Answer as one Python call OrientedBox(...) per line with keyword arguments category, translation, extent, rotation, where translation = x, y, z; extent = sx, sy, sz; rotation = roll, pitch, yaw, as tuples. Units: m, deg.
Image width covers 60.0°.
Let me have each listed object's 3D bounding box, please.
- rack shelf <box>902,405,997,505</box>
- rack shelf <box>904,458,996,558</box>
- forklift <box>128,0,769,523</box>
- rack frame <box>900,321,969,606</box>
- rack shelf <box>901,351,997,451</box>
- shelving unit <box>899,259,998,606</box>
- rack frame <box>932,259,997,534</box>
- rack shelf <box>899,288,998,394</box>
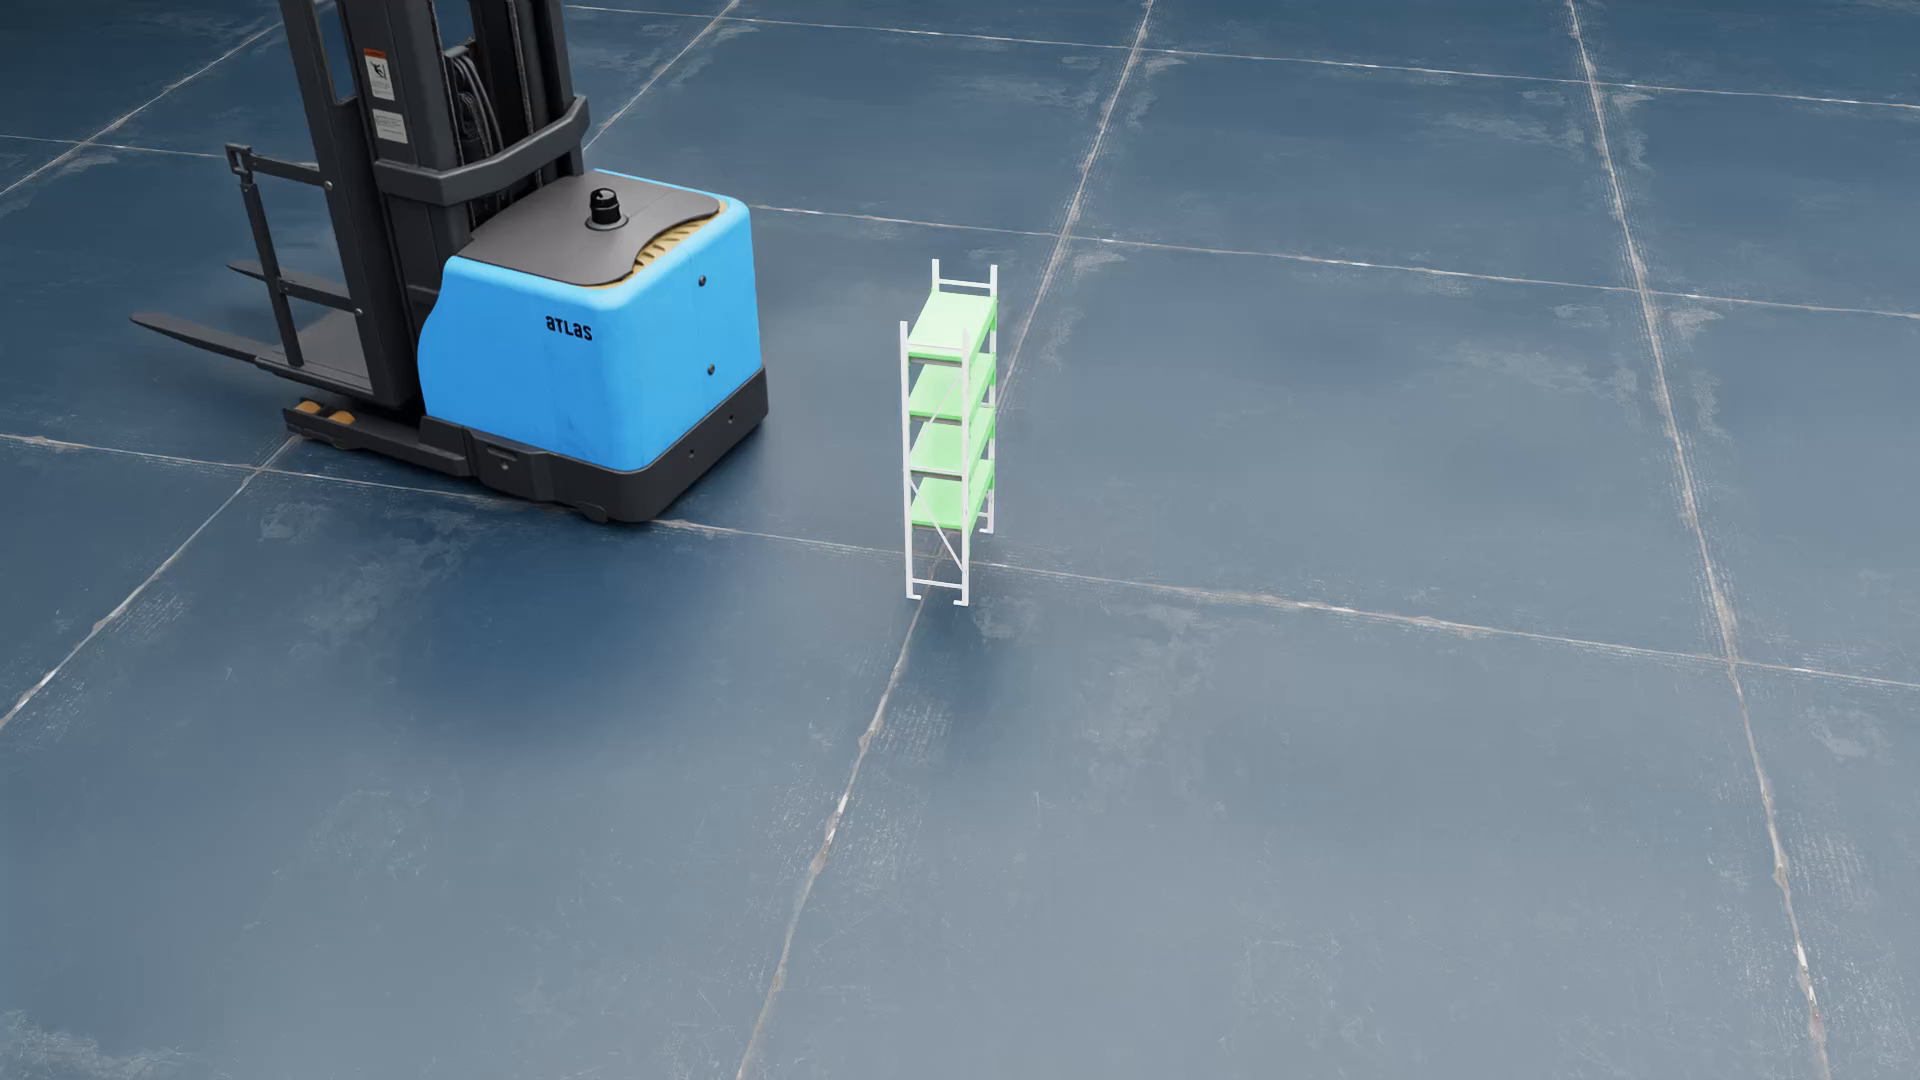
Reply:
OrientedBox(category="rack shelf", translation=(-0.035, -0.339, 6.304), extent=(0.258, 0.148, 0.480), rotation=(7, 37, 10))
OrientedBox(category="rack shelf", translation=(-0.035, -0.145, 6.445), extent=(0.258, 0.148, 0.480), rotation=(7, 37, 10))
OrientedBox(category="forklift", translation=(-2.408, -1.843, 6.796), extent=(3.031, 2.935, 1.130), rotation=(16, 39, 21))
OrientedBox(category="rack frame", translation=(-0.087, -0.251, 6.074), extent=(0.240, 1.200, 0.015), rotation=(7, 37, 10))
OrientedBox(category="rack shelf", translation=(-0.035, -0.534, 6.164), extent=(0.258, 0.148, 0.480), rotation=(7, 37, 10))
OrientedBox(category="shelving unit", translation=(-0.035, -0.391, 6.267), extent=(0.258, 1.200, 0.503), rotation=(7, 37, 10))
OrientedBox(category="rack frame", translation=(0.017, -0.531, 6.460), extent=(0.240, 1.200, 0.015), rotation=(7, 37, 10))
OrientedBox(category="rack shelf", translation=(-0.035, -0.728, 6.023), extent=(0.258, 0.148, 0.480), rotation=(7, 37, 10))
